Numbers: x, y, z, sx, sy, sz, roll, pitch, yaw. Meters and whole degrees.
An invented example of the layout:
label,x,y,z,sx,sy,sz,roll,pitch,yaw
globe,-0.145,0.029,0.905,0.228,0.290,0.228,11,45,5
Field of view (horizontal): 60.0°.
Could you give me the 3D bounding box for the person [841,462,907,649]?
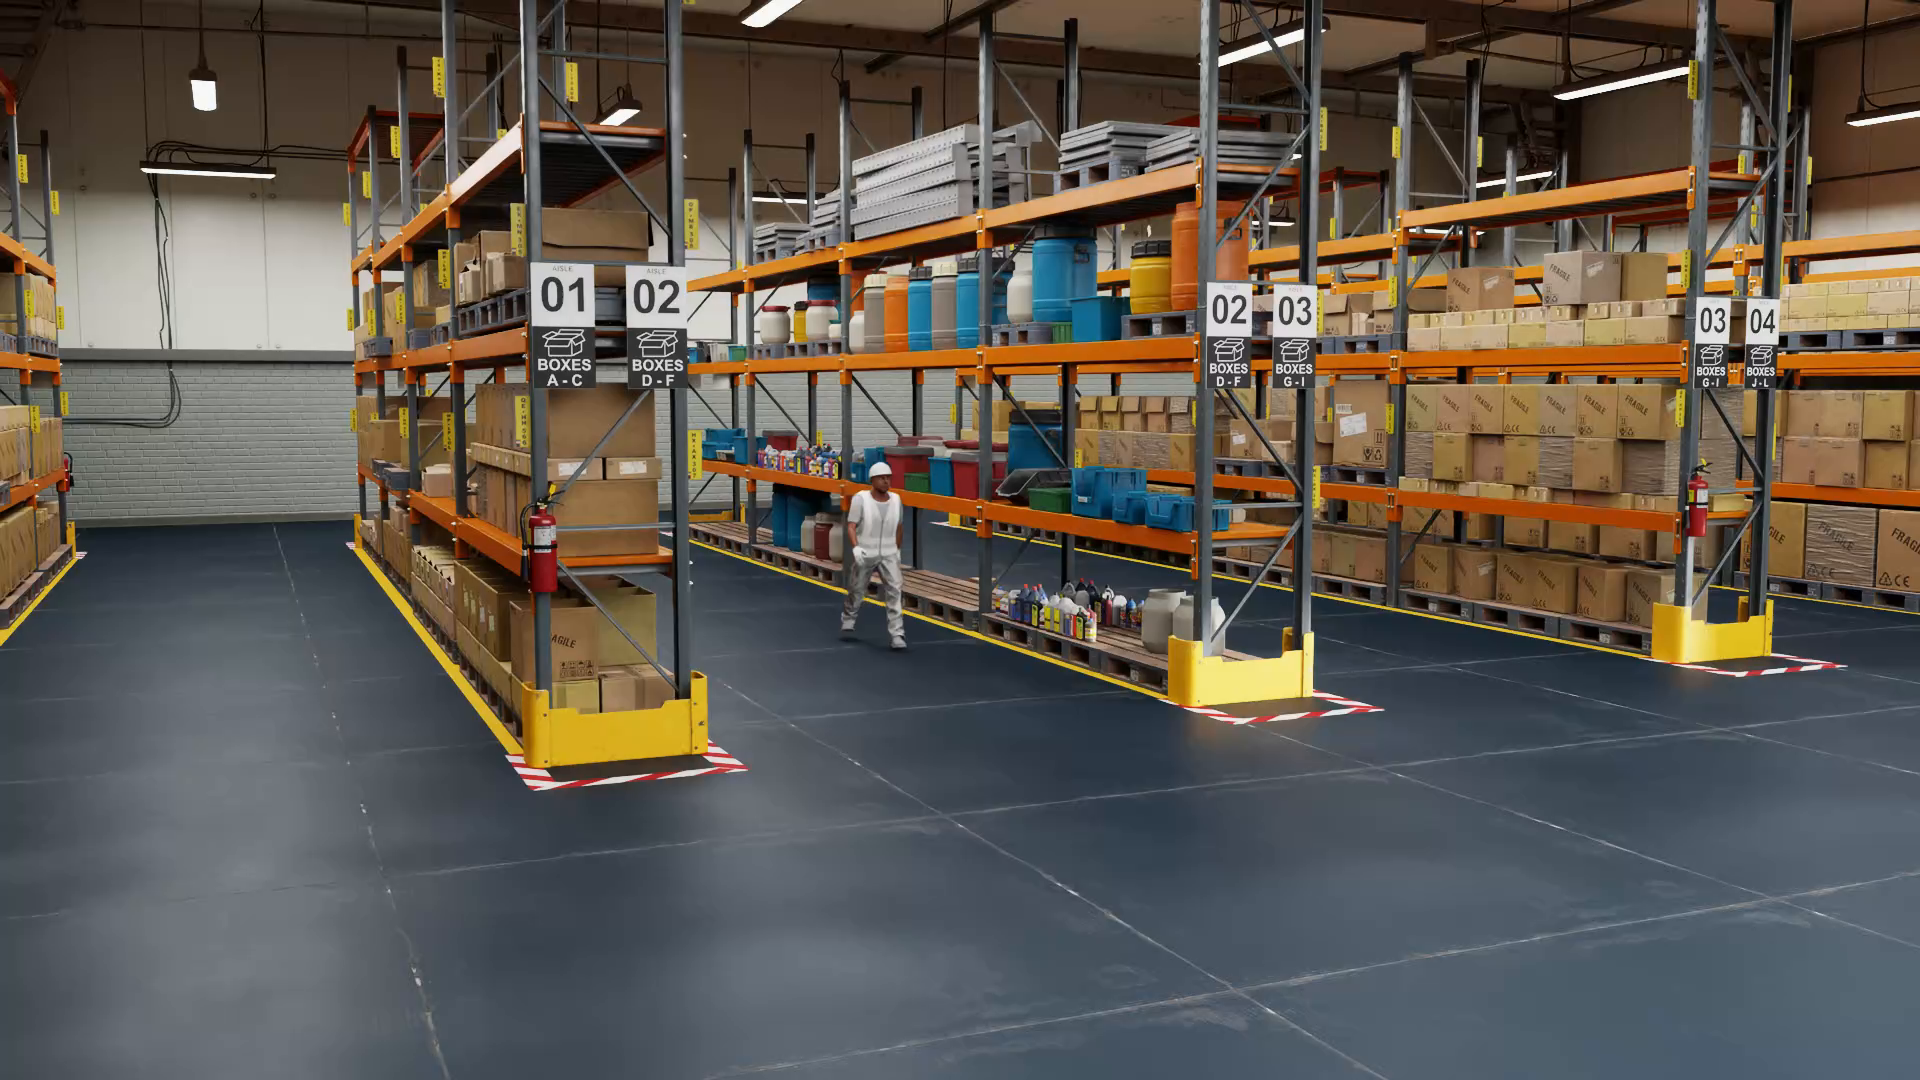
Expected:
label,x,y,z,sx,sy,sz,roll,pitch,yaw
person,-0.797,0.123,15.600,0.613,1.709,1.162,-2,6,-21
